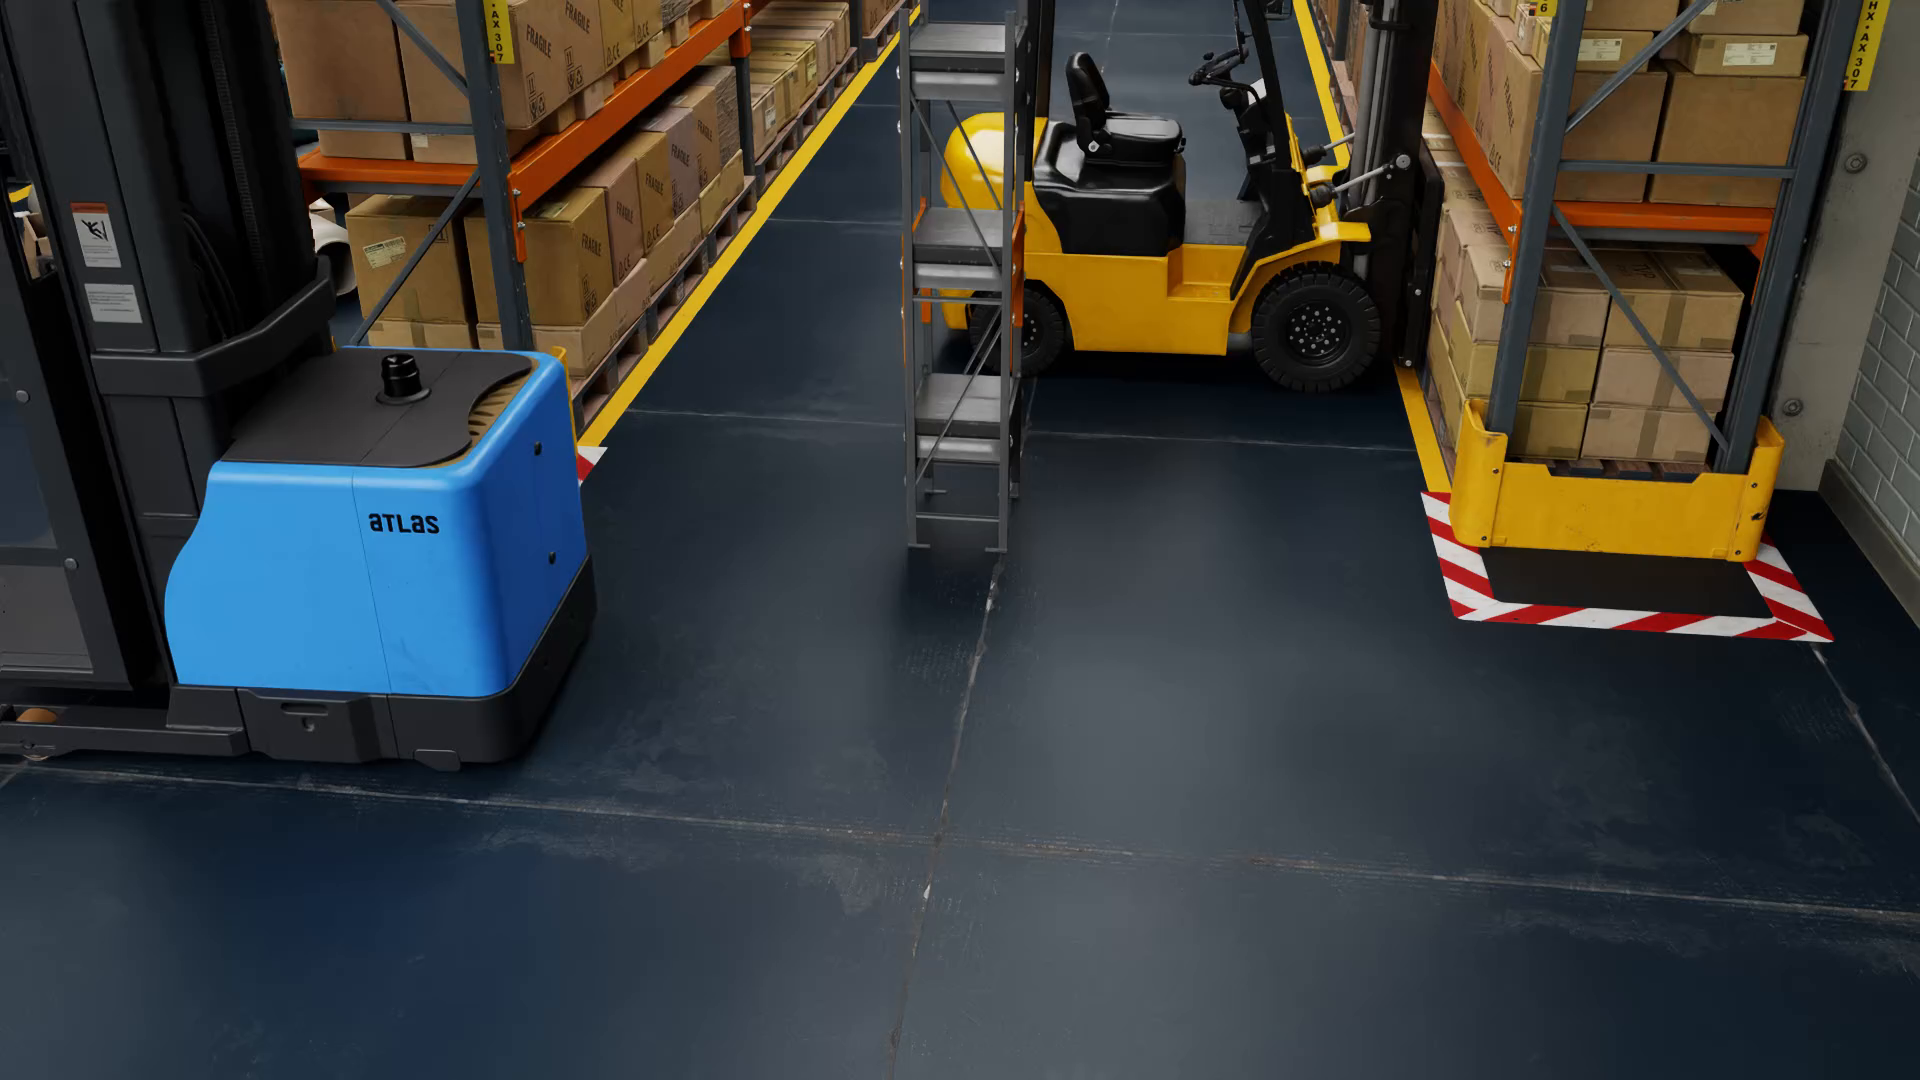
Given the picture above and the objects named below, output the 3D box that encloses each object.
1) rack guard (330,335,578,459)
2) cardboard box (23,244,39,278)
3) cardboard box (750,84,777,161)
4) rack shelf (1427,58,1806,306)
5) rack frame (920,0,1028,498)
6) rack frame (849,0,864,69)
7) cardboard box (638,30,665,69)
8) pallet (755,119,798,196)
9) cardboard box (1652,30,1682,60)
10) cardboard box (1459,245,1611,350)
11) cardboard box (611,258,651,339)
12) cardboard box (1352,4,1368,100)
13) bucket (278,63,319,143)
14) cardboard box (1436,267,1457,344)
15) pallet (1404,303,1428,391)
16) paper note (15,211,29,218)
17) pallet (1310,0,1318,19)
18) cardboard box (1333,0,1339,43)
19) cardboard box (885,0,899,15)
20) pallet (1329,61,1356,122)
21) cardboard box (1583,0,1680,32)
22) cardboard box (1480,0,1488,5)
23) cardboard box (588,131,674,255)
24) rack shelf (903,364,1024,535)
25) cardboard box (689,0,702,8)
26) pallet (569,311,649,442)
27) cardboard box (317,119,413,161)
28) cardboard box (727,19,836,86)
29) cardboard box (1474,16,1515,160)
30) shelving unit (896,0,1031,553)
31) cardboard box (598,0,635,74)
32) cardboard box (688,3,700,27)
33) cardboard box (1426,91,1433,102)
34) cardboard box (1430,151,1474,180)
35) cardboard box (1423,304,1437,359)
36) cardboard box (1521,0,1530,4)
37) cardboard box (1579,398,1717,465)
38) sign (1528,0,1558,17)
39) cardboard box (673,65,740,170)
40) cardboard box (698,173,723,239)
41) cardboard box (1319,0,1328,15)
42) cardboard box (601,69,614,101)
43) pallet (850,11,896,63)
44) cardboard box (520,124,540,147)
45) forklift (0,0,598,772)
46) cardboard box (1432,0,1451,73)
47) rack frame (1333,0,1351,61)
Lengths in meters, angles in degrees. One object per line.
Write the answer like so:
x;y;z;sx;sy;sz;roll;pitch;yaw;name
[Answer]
-2.306;-0.578;7.296;1.175;0.500;0.348;3;28;6;rack guard
-5.133;-1.646;9.525;0.396;0.266;0.258;8;29;15;cardboard box
-1.763;-2.801;11.114;0.950;0.372;0.625;4;29;7;cardboard box
2.857;-1.981;8.023;1.077;0.370;4.000;3;28;6;rack shelf
0.050;-1.117;6.610;0.400;2.100;0.015;3;28;6;rack frame
-1.335;-5.409;13.627;1.000;3.000;0.127;3;28;6;rack frame
-1.740;-2.526;8.541;0.380;0.149;0.250;4;29;7;cardboard box
-1.731;-2.665;11.474;1.003;0.211;1.213;3;28;6;pallet
2.878;-1.950;6.418;0.380;0.149;0.250;3;28;6;cardboard box
2.359;-1.006;6.856;0.500;0.250;0.500;4;29;8;cardboard box
-1.872;-1.221;8.310;0.500;0.250;0.500;4;29;8;cardboard box
3.430;-3.661;12.443;0.875;0.625;0.625;4;29;8;cardboard box
-4.479;-2.796;10.626;0.726;0.611;0.620;14;21;24;bucket
2.433;-1.033;7.435;0.500;0.250;0.500;3;28;6;cardboard box
2.816;-1.064;8.502;1.003;0.211;1.213;3;28;6;pallet
-5.934;-2.090;10.596;0.147;0.020;0.142;-17;33;-29;paper note
4.020;-5.392;16.536;1.003;0.211;1.213;3;28;6;pallet
3.430;-4.418;13.981;0.500;0.500;0.500;4;29;8;cardboard box
-1.054;-5.398;15.405;0.875;0.875;0.875;4;29;7;cardboard box
3.452;-3.509;13.041;1.003;0.211;1.213;3;28;6;pallet
2.446;-1.998;6.192;0.380;0.149;0.250;3;29;6;cardboard box
2.509;-2.471;7.384;0.380;0.149;0.250;4;29;7;cardboard box
-1.810;-1.804;8.602;0.500;0.500;0.500;4;29;7;cardboard box
0.020;-0.374;6.735;0.431;0.518;0.480;3;28;6;rack shelf
-1.689;-3.234;9.172;0.500;0.500;0.500;4;29;8;cardboard box
-2.171;-0.831;8.071;1.003;0.211;1.213;3;28;6;pallet
-2.481;-1.721;7.046;0.380;0.149;0.250;4;29;8;cardboard box
-1.496;-3.823;13.012;0.950;0.372;0.625;3;28;5;cardboard box
2.484;-1.891;6.992;0.500;0.500;0.500;4;29;8;cardboard box
0.020;-1.002;6.397;0.431;2.100;0.503;3;28;6;shelving unit
-1.860;-2.509;7.825;0.500;0.500;0.500;3;28;5;cardboard box
-1.695;-3.010;9.440;0.380;0.149;0.250;3;29;6;cardboard box
2.731;-2.444;9.526;0.500;0.250;0.500;3;28;5;cardboard box
2.537;-1.723;8.187;0.500;0.250;0.500;3;28;5;cardboard box
2.496;-1.039;7.972;0.500;0.250;0.500;4;29;7;cardboard box
2.471;-2.106;6.707;0.380;0.149;0.250;4;29;7;cardboard box
2.866;-0.550;7.065;0.500;0.250;0.500;3;29;6;cardboard box
2.075;-2.008;5.845;0.100;0.325;0.005;3;28;6;sign
-1.631;-2.536;9.961;0.500;0.500;0.500;3;28;5;cardboard box
-1.686;-1.955;9.672;0.500;0.250;0.500;3;28;5;cardboard box
3.609;-5.145;15.330;0.500;0.500;0.500;2;28;4;cardboard box
-1.863;-2.161;7.863;0.380;0.149;0.250;4;29;8;cardboard box
-1.163;-4.548;14.969;1.003;0.211;1.213;3;28;6;pallet
-2.051;-1.800;7.193;0.380;0.149;0.250;4;29;7;cardboard box
-2.876;-0.821;5.184;3.031;2.935;1.130;2;28;4;forklift
2.680;-2.605;8.317;0.500;0.500;0.500;3;28;6;cardboard box
3.592;-5.122;13.095;1.000;3.000;0.127;3;28;6;rack frame
